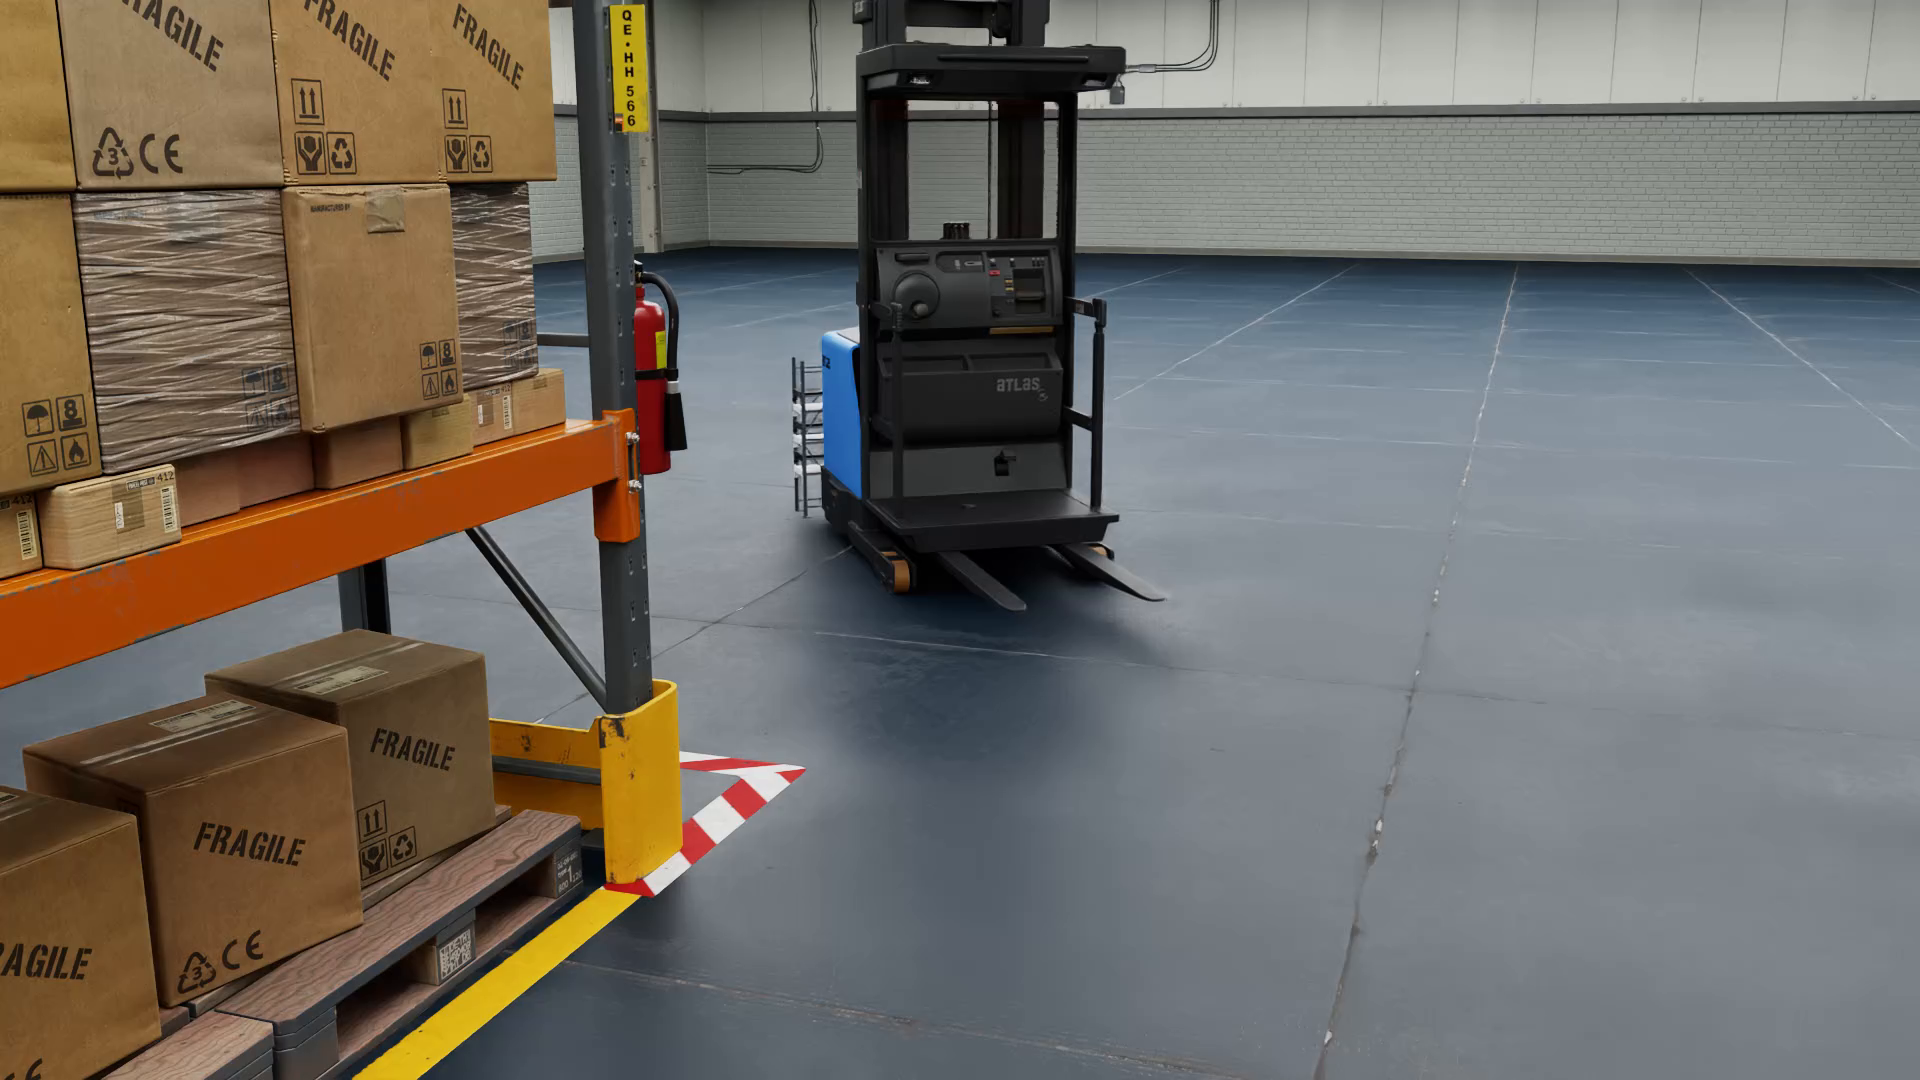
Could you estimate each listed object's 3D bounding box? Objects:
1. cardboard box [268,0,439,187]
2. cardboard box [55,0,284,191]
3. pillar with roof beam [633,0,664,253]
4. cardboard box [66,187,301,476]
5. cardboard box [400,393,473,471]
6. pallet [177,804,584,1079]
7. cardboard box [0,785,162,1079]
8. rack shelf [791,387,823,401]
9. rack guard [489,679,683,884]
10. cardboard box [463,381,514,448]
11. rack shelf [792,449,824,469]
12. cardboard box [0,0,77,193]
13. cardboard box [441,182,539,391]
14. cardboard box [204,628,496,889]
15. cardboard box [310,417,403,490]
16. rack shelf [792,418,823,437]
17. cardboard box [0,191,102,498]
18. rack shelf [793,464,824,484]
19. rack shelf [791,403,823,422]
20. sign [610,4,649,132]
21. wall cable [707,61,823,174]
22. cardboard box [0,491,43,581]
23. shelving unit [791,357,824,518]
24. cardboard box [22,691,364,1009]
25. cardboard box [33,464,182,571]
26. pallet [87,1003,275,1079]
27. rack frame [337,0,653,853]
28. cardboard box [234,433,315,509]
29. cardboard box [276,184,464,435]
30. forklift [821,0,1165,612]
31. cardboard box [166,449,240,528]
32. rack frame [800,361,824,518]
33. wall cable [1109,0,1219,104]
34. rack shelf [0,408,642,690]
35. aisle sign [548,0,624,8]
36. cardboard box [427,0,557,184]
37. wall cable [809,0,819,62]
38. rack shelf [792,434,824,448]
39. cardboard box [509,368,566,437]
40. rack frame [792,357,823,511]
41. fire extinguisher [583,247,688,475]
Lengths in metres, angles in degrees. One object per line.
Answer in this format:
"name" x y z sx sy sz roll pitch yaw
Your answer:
"cardboard box" -1.496 -1.019 3.571 0.500 0.500 0.500 4 14 18
"cardboard box" -1.660 -0.914 3.110 0.500 0.500 0.500 4 14 18
"pillar with roof beam" -2.769 -10.497 34.754 9.100 9.000 0.400 4 14 18
"cardboard box" -1.851 -0.441 3.285 0.875 0.500 0.500 4 14 18
"cardboard box" -1.406 -0.271 3.997 0.380 0.149 0.250 4 14 18
"pallet" -1.717 0.967 4.277 1.003 0.211 1.213 4 14 18
"cardboard box" -1.995 0.826 3.302 0.500 0.500 0.500 6 14 24
"rack shelf" -0.817 -0.826 9.519 0.258 0.077 0.200 -5 14 -19
"rack guard" -1.420 0.658 4.983 1.175 0.500 0.348 4 14 18
"cardboard box" -1.374 -0.327 4.244 0.380 0.149 0.250 4 14 18
"rack shelf" -0.817 -0.475 9.599 0.258 0.077 0.200 -5 14 -19
"cardboard box" -1.830 -0.809 2.652 0.500 0.500 0.500 4 14 18
"cardboard box" -1.600 -0.657 4.232 0.875 0.500 0.500 4 14 18
"cardboard box" -1.614 0.567 4.435 0.500 0.500 0.500 7 15 29
"cardboard box" -1.502 -0.219 3.772 0.380 0.149 0.250 4 14 18
"rack shelf" -0.817 -0.650 9.559 0.258 0.077 0.200 -5 14 -19
"cardboard box" -2.023 -0.336 2.827 0.875 0.500 0.500 4 14 18
"rack shelf" -0.817 -0.387 9.620 0.258 0.077 0.200 -5 14 -19
"rack shelf" -0.817 -0.738 9.539 0.258 0.077 0.200 -5 14 -19
"sign" -0.877 -1.251 4.417 0.100 0.325 0.005 4 14 18
"wall cable" -4.638 -9.818 38.758 3.097 2.526 0.112 4 14 18
"cardboard box" -1.825 -0.009 2.849 0.380 0.149 0.250 4 14 18
"shelving unit" -0.817 -0.595 9.572 0.258 0.900 0.210 -5 14 -19
"cardboard box" -1.775 0.696 3.873 0.500 0.500 0.500 9 15 33
"cardboard box" -1.679 -0.056 3.058 0.380 0.149 0.250 4 14 18
"pallet" -2.113 1.223 3.155 1.003 0.211 1.213 4 14 18
"rack frame" -1.396 -0.577 4.775 1.000 3.000 0.127 4 14 18
"cardboard box" -1.622 -0.169 3.554 0.380 0.149 0.250 4 14 18
"cardboard box" -1.648 -0.543 3.733 0.875 0.500 0.500 4 14 18
"forklift" 0.111 -1.269 7.960 1.130 2.935 3.031 -4 13 -16
"cardboard box" -1.682 -0.115 3.316 0.380 0.149 0.250 4 14 18
"rack frame" -0.783 -0.574 9.479 0.240 0.900 0.006 -5 14 -19
"wall cable" 4.340 -12.303 35.025 2.305 6.003 0.169 4 14 18
"rack shelf" -2.043 0.195 3.010 1.077 0.370 4.000 4 14 18
"aisle sign" -1.092 -1.836 4.448 0.394 0.787 0.004 4 14 18
"cardboard box" -1.340 -1.125 4.034 0.500 0.500 0.500 4 14 18
"wall cable" -2.078 -12.085 37.343 3.097 2.526 0.112 4 14 18
"rack shelf" -0.817 -0.563 9.579 0.258 0.077 0.200 -5 14 -19
"cardboard box" -1.293 -0.380 4.475 0.380 0.149 0.250 4 14 18
"rack frame" -0.851 -0.616 9.665 0.240 0.900 0.006 -5 14 -19
"fire extinguisher" -0.923 -0.530 4.743 0.296 0.674 0.183 4 14 18
